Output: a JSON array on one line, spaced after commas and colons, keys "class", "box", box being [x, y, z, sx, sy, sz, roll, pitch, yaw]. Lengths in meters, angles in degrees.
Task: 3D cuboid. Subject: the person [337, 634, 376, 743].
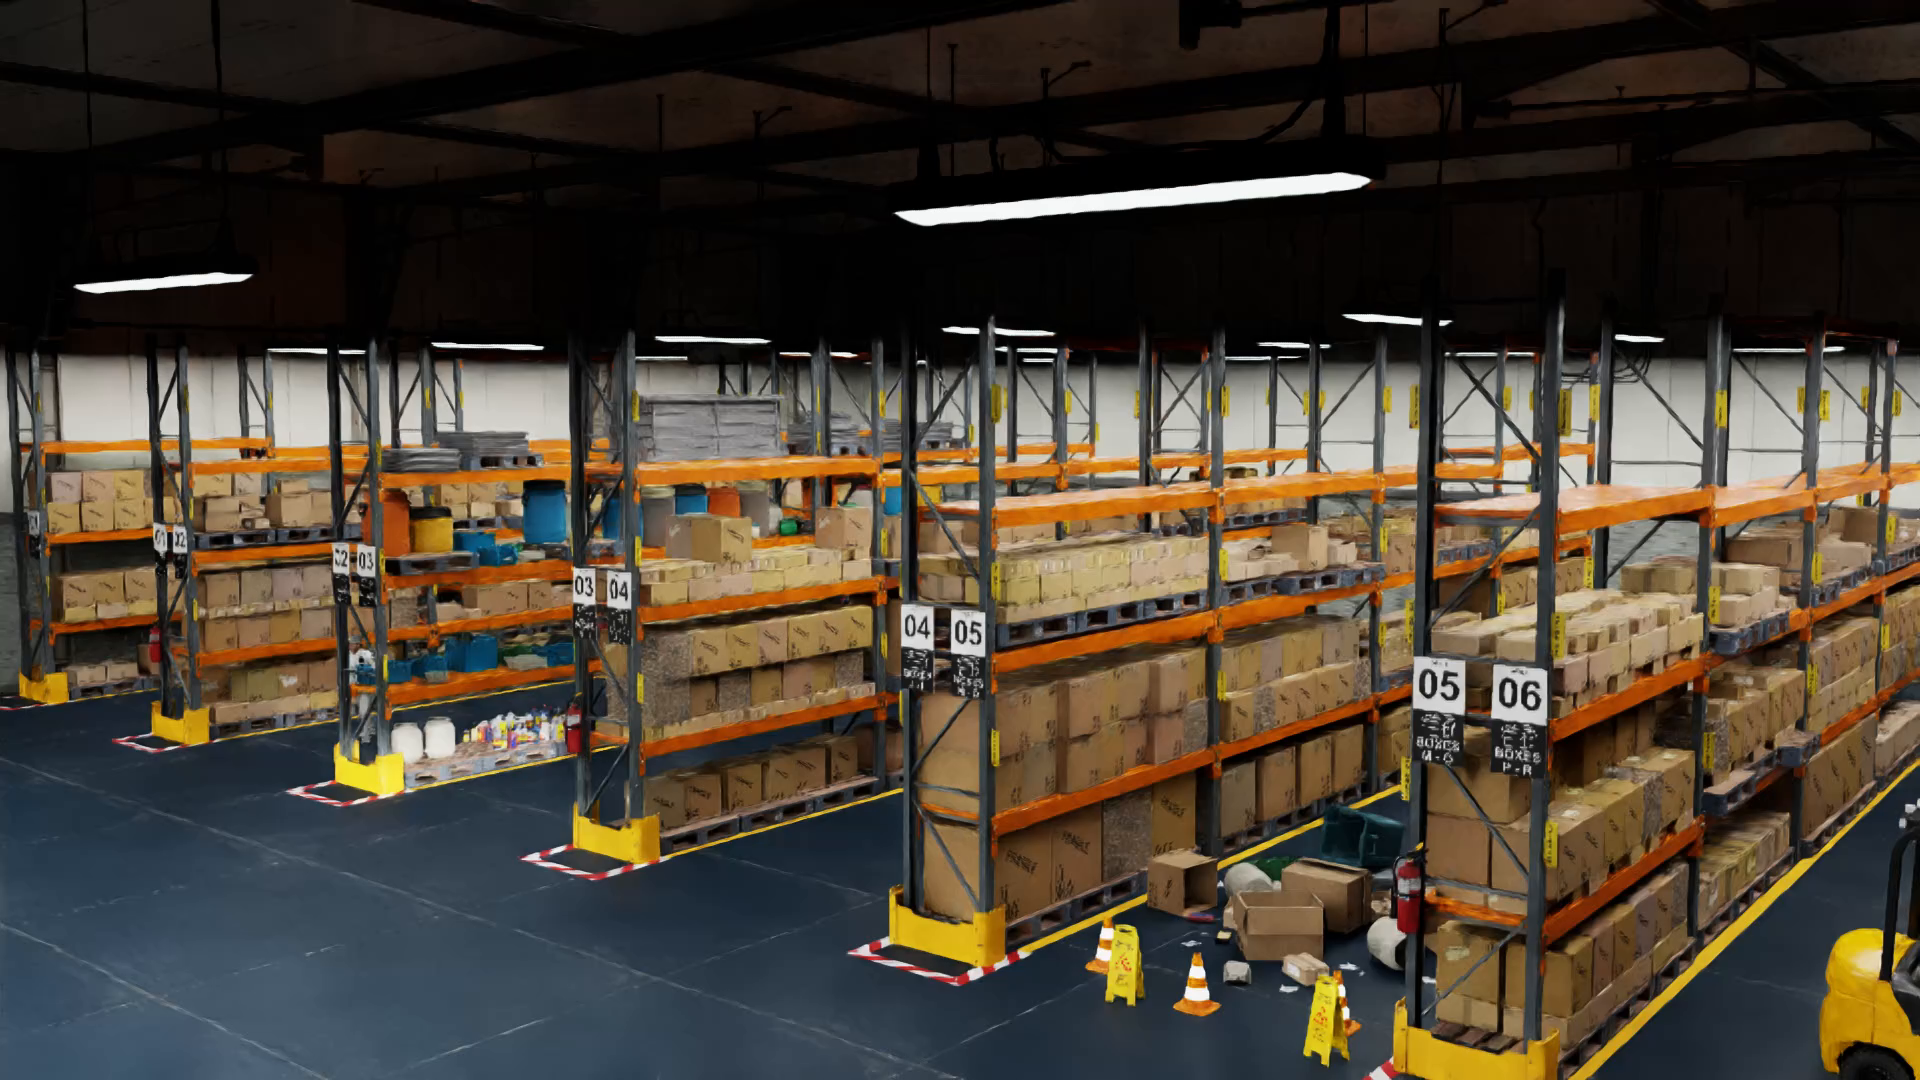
[{"class": "person", "box": [-8.798, 2.152, 24.497, 0.642, 1.612, 0.786, 2, 5, 20]}]
